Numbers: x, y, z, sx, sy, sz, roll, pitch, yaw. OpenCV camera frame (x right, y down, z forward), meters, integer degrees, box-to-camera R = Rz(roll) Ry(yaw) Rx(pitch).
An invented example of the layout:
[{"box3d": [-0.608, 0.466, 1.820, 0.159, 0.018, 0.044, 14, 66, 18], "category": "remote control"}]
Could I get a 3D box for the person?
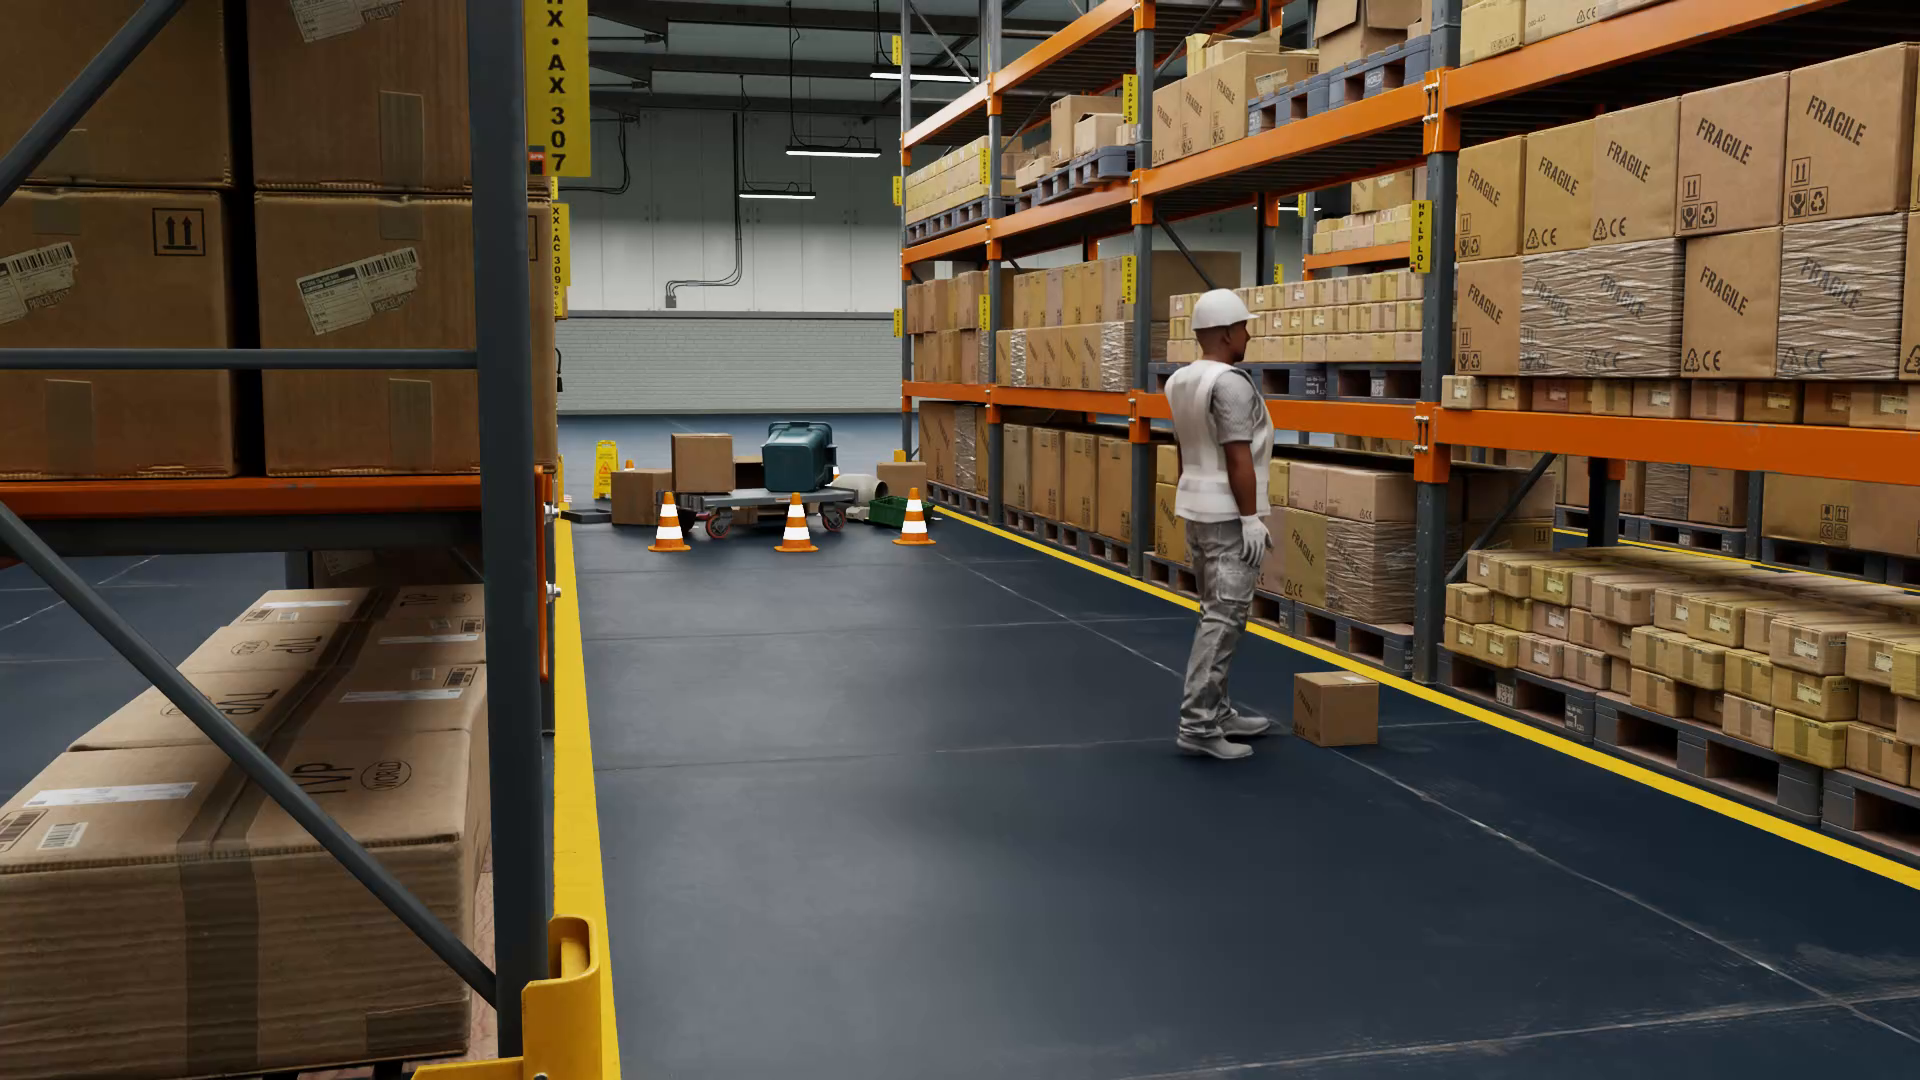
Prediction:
[{"box3d": [1.042, -0.068, 6.498, 0.497, 1.806, 0.558, -1, 6, -13], "category": "person"}]
